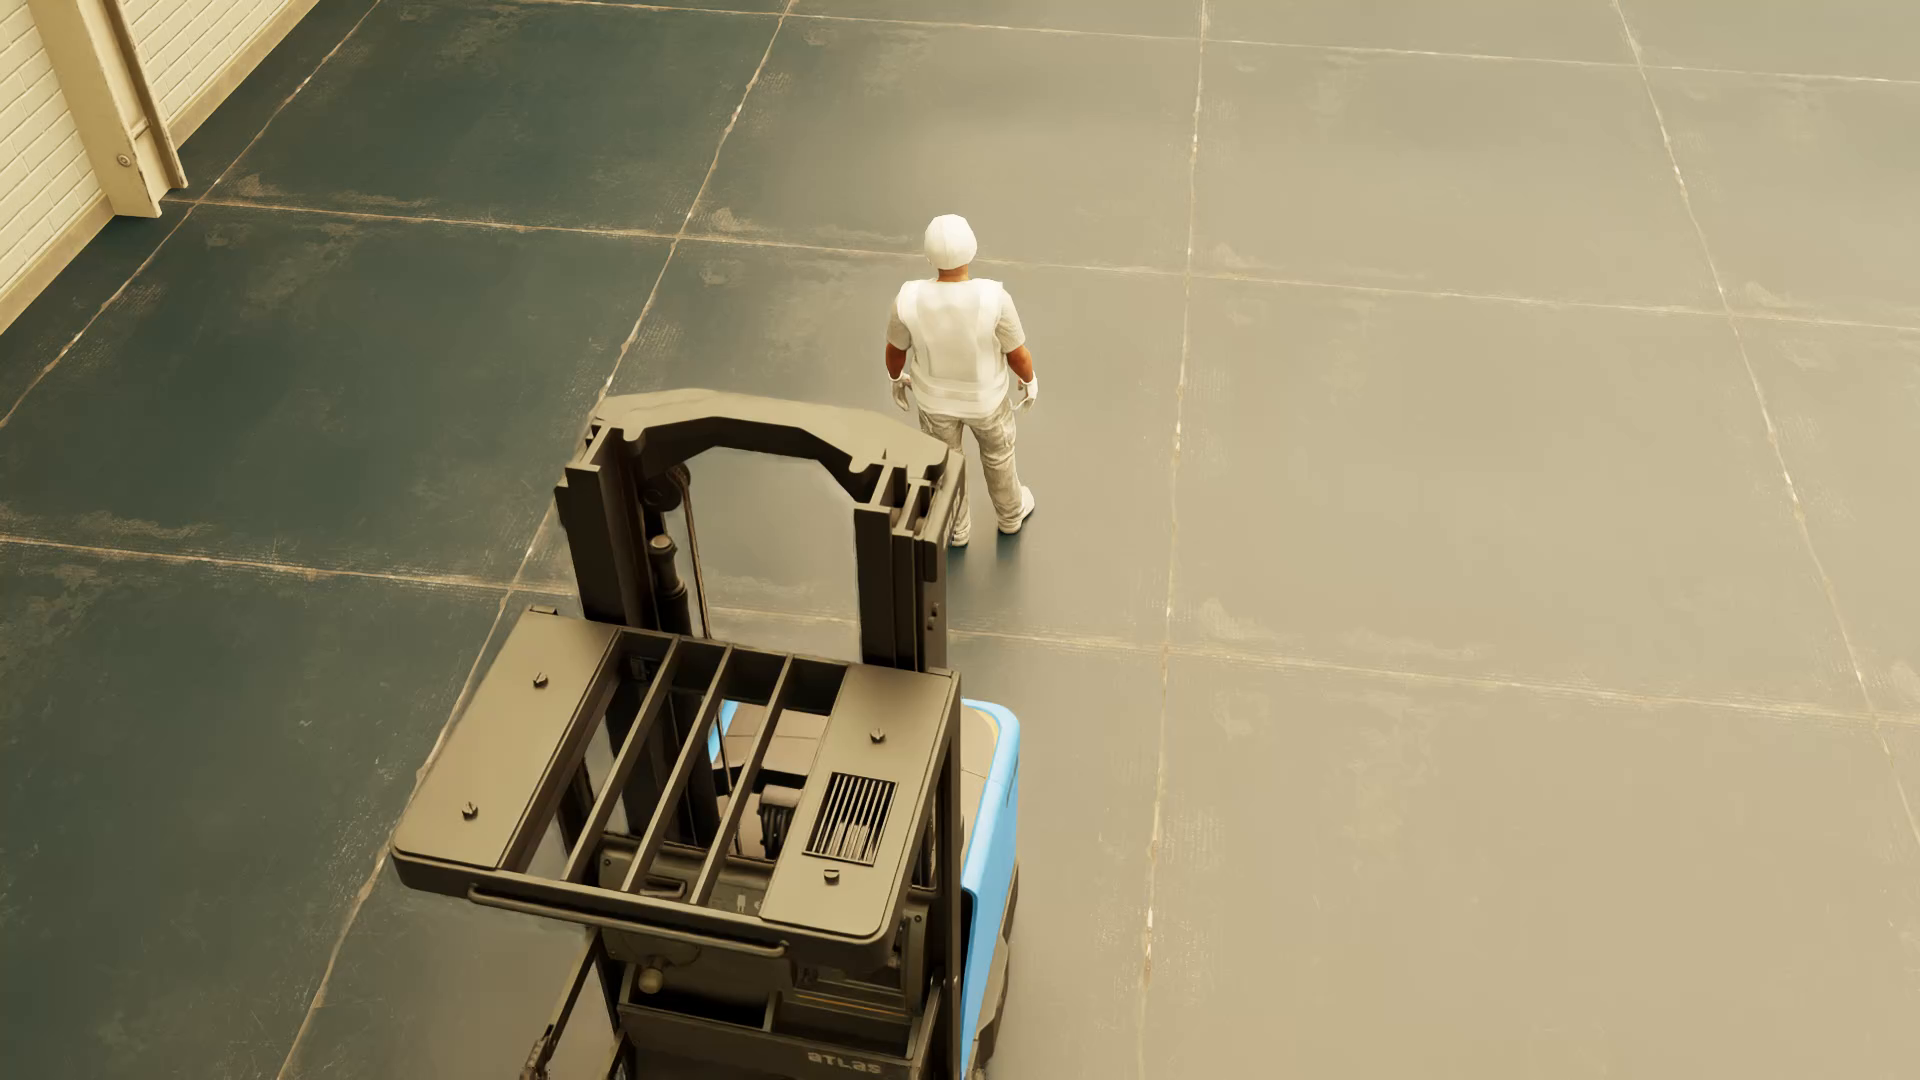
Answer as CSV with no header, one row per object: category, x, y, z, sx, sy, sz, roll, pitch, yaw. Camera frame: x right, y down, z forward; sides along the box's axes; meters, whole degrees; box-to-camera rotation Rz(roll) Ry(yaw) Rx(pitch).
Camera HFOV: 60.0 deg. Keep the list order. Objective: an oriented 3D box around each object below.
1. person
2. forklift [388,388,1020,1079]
person,0.018,-0.710,7.335,0.657,1.785,0.575,5,43,6
forklift,-0.591,1.188,4.431,1.130,2.935,3.031,8,43,9
